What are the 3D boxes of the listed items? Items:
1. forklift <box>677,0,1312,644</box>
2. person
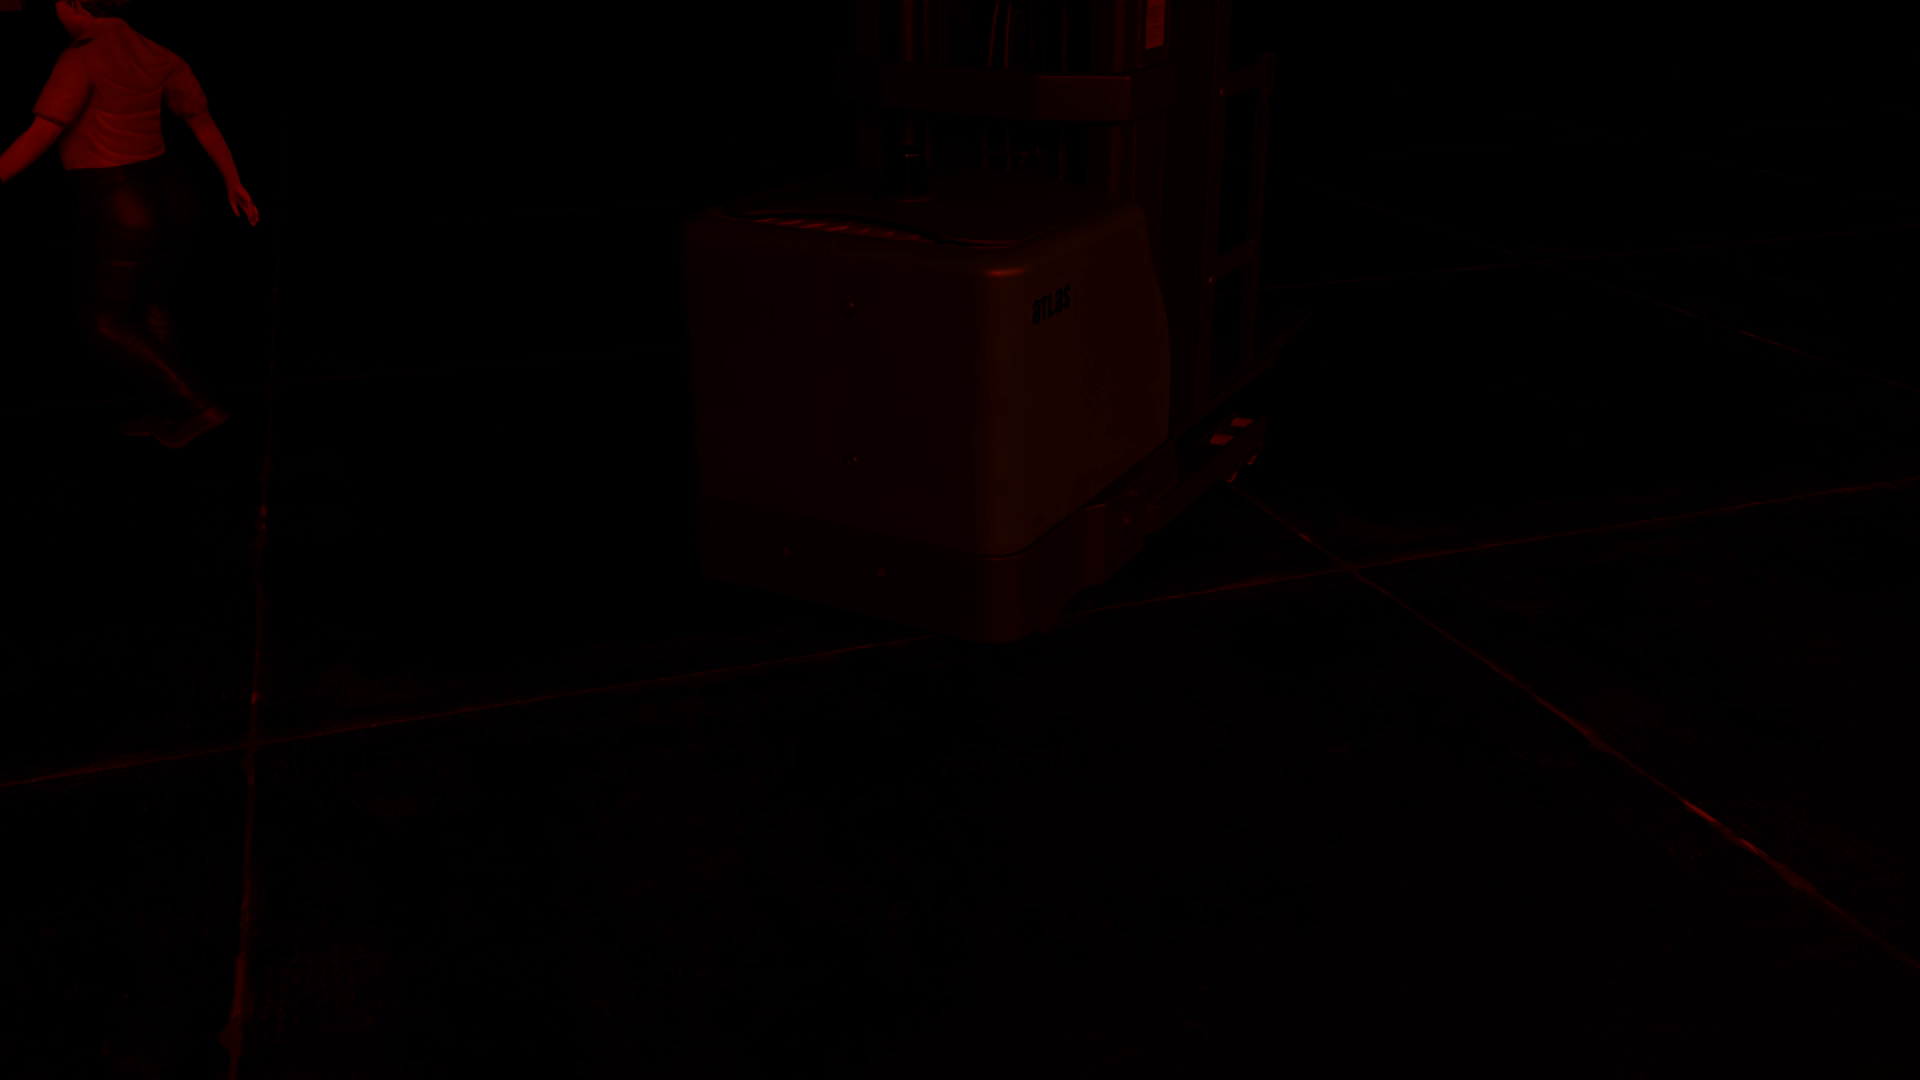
[{"bbox_3d":[0.393,-1.615,5.139,1.130,2.935,3.031,12,26,26],"label":"forklift"},{"bbox_3d":[-2.773,-1.093,5.591,0.655,1.633,0.792,5,23,12],"label":"person"}]
